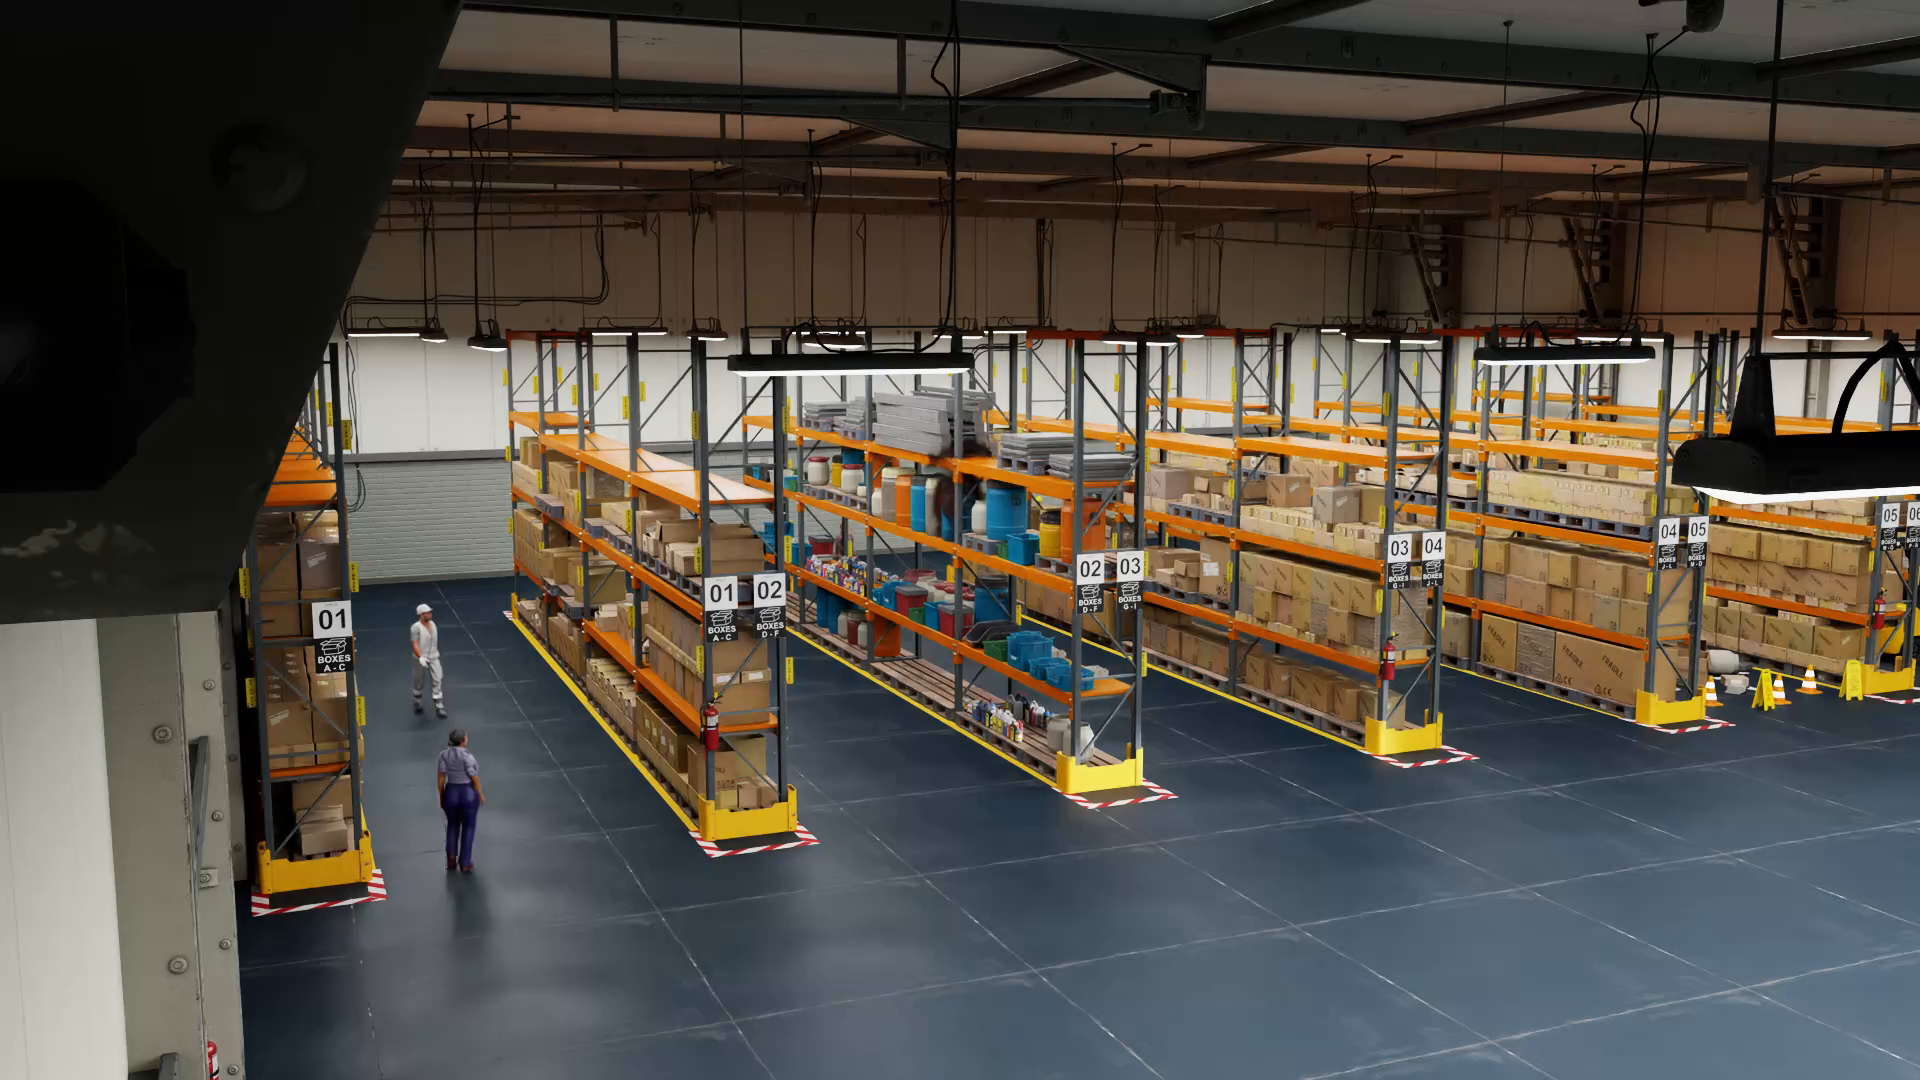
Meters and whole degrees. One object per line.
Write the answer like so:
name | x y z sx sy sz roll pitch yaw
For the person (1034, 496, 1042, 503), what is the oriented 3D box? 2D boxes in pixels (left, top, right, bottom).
person | 1.990 -0.246 42.015 0.992 1.737 0.614 -6 10 -38

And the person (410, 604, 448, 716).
person | -8.454 1.885 26.323 0.484 1.741 1.025 -5 9 -31

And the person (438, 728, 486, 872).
person | -5.682 2.961 18.960 0.514 1.692 0.461 0 8 1

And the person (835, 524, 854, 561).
person | -2.439 0.512 36.436 0.646 1.769 0.621 3 8 20
